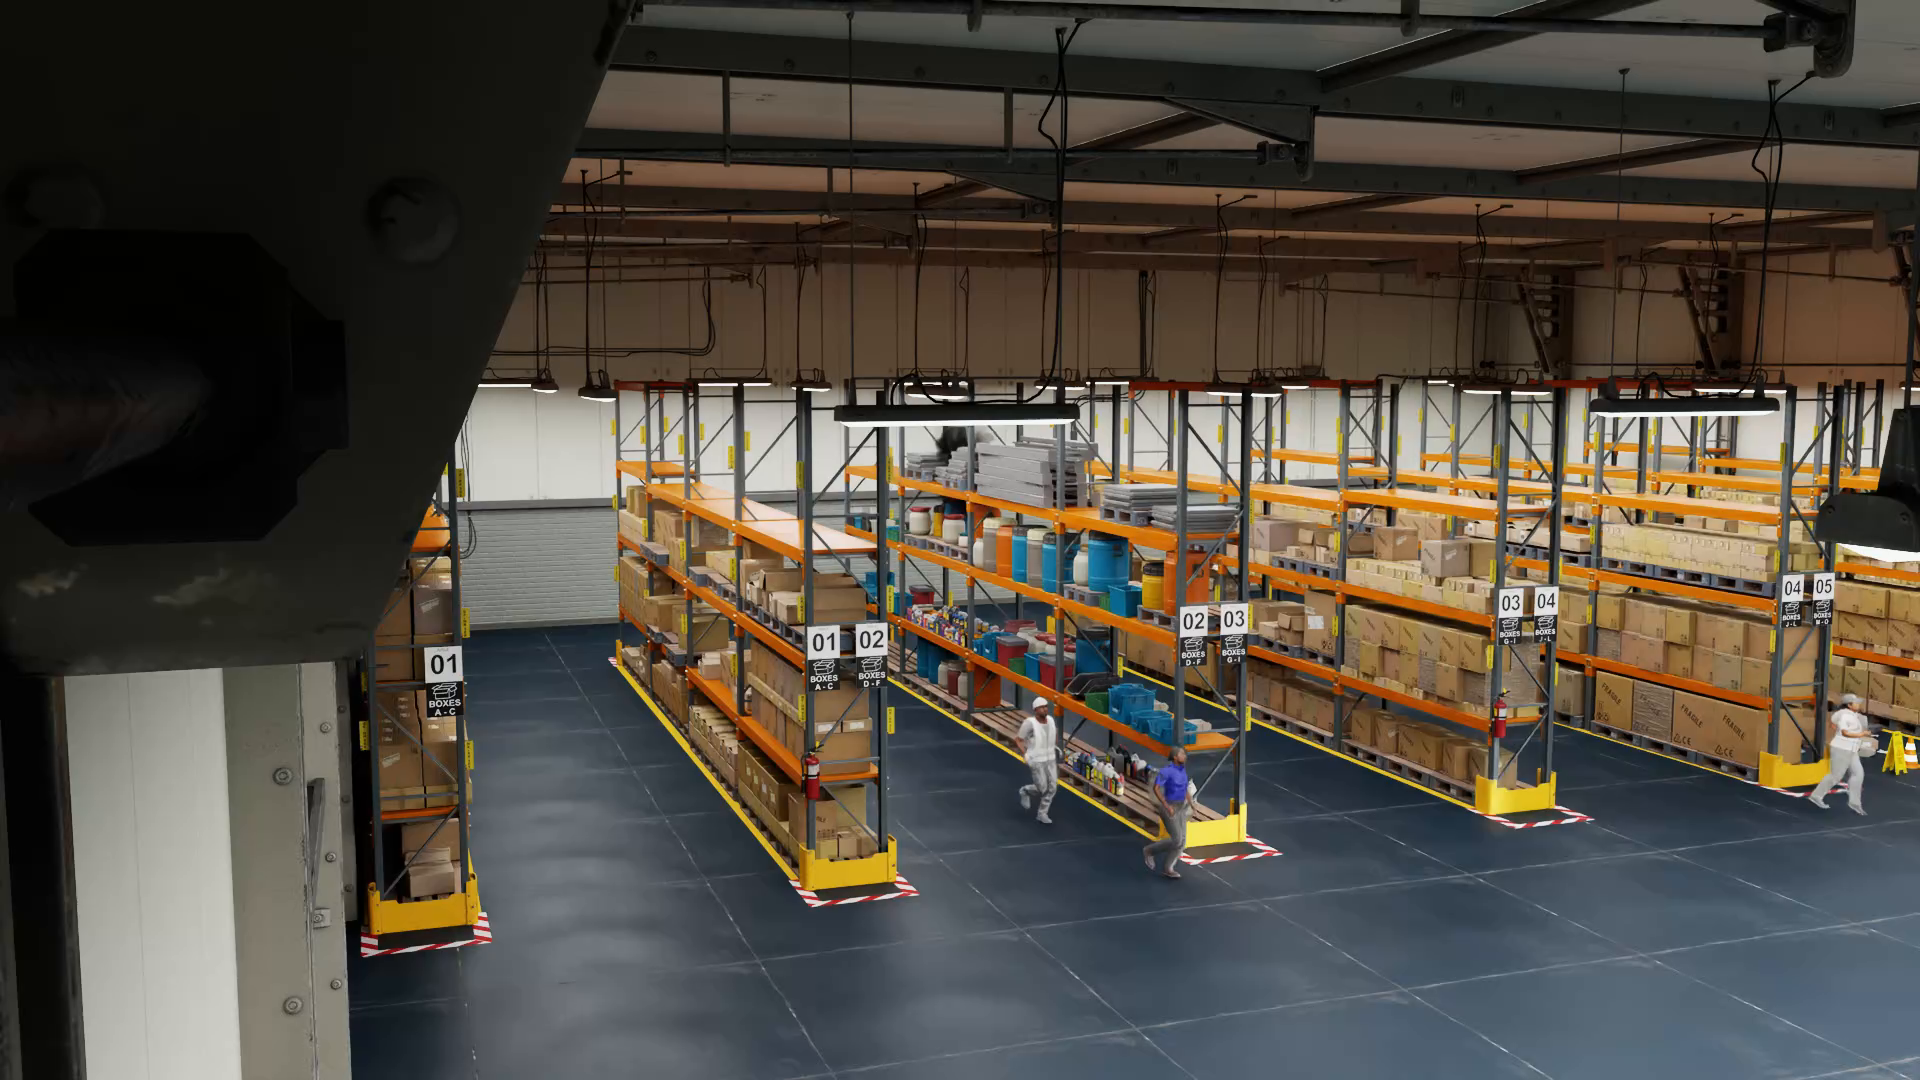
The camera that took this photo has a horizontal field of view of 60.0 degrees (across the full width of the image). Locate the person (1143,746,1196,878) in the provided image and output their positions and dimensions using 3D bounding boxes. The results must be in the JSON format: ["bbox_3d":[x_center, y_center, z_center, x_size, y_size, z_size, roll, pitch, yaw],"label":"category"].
[{"bbox_3d":[2.643,3.353,20.728,0.519,1.587,0.641,5,8,38],"label":"person"}]

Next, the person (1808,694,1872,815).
[{"bbox_3d":[12.495,3.030,23.573,0.755,1.726,0.607,4,7,31],"label":"person"}]

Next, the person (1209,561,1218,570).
[{"bbox_3d":[6.037,1.186,40.698,0.812,1.754,0.688,6,8,44],"label":"person"}]

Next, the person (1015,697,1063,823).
[{"bbox_3d":[1.103,3.037,23.060,0.686,1.735,0.605,-4,7,-34],"label":"person"}]
